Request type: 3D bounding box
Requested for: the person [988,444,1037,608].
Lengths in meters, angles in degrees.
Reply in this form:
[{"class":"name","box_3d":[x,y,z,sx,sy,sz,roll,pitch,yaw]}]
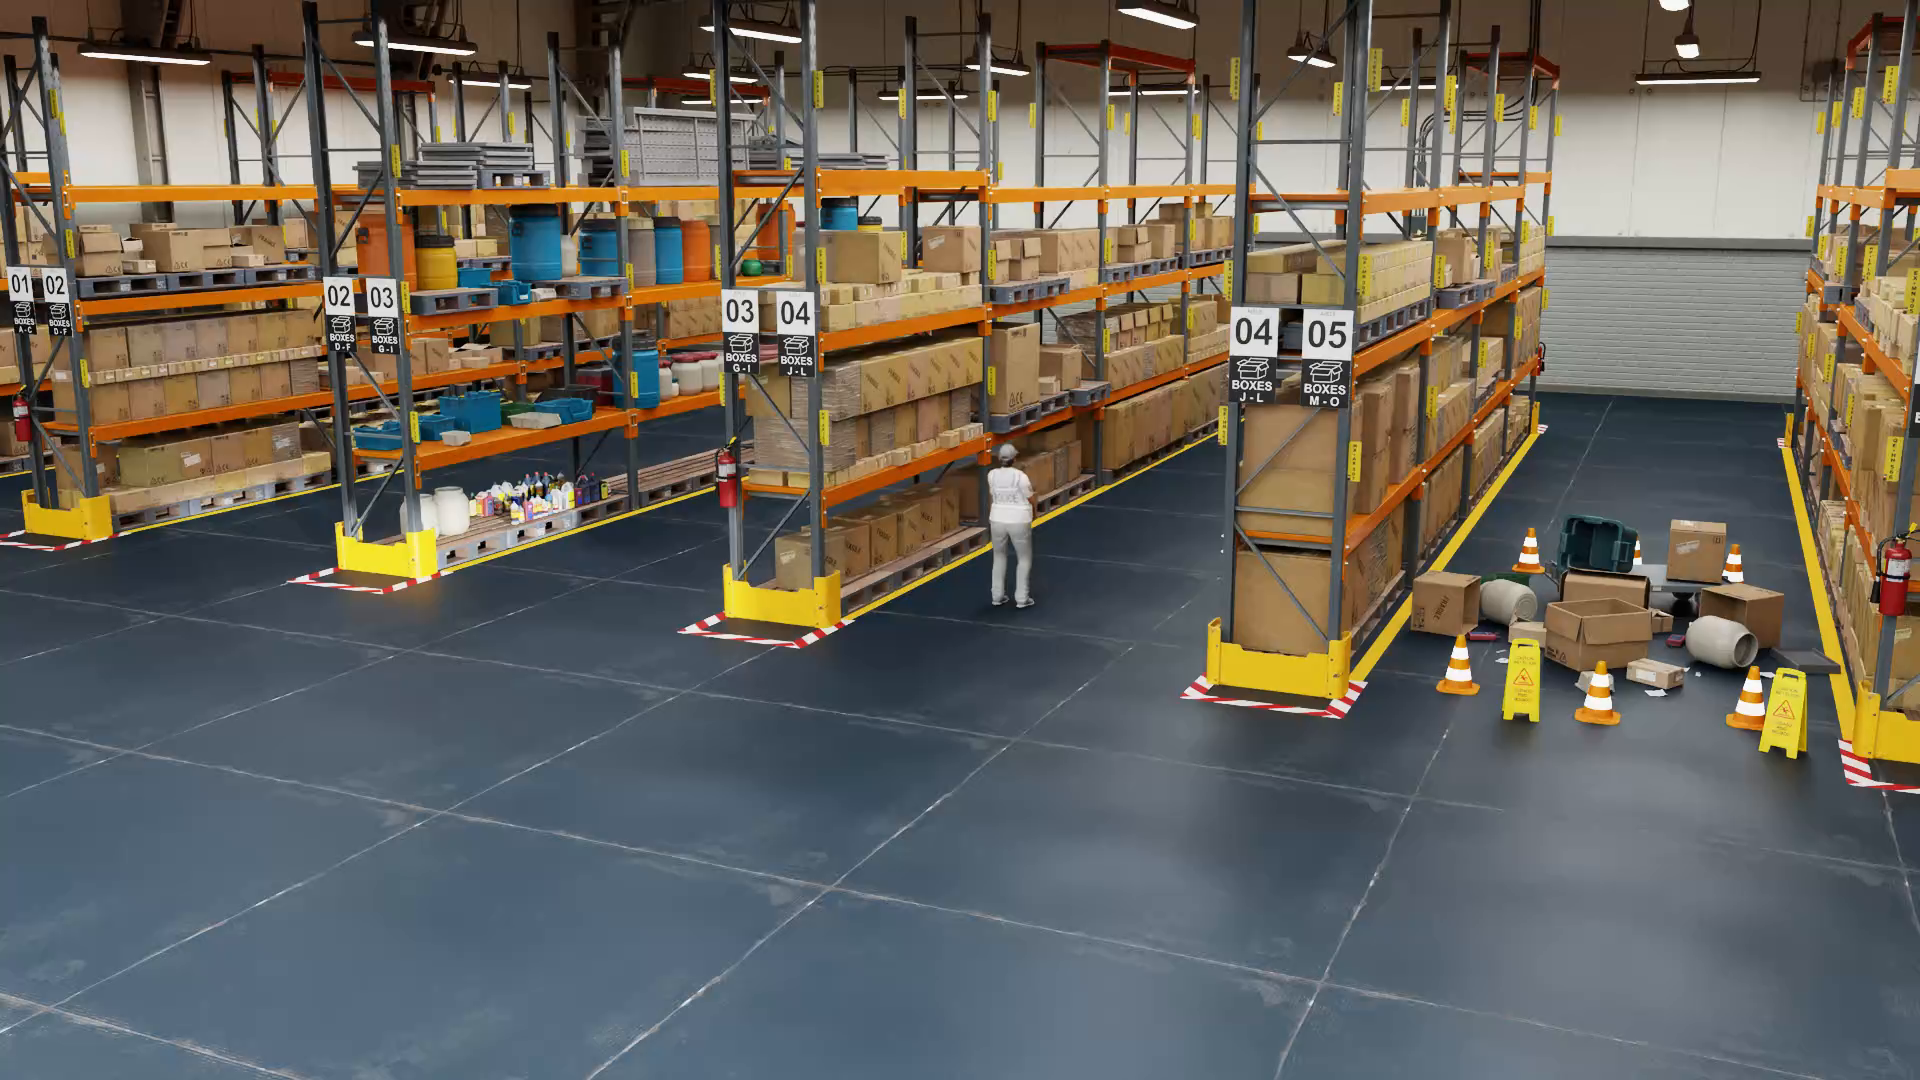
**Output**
[{"class":"person","box_3d":[0.538,-0.164,16.733,0.452,1.653,0.541,6,14,24]}]
